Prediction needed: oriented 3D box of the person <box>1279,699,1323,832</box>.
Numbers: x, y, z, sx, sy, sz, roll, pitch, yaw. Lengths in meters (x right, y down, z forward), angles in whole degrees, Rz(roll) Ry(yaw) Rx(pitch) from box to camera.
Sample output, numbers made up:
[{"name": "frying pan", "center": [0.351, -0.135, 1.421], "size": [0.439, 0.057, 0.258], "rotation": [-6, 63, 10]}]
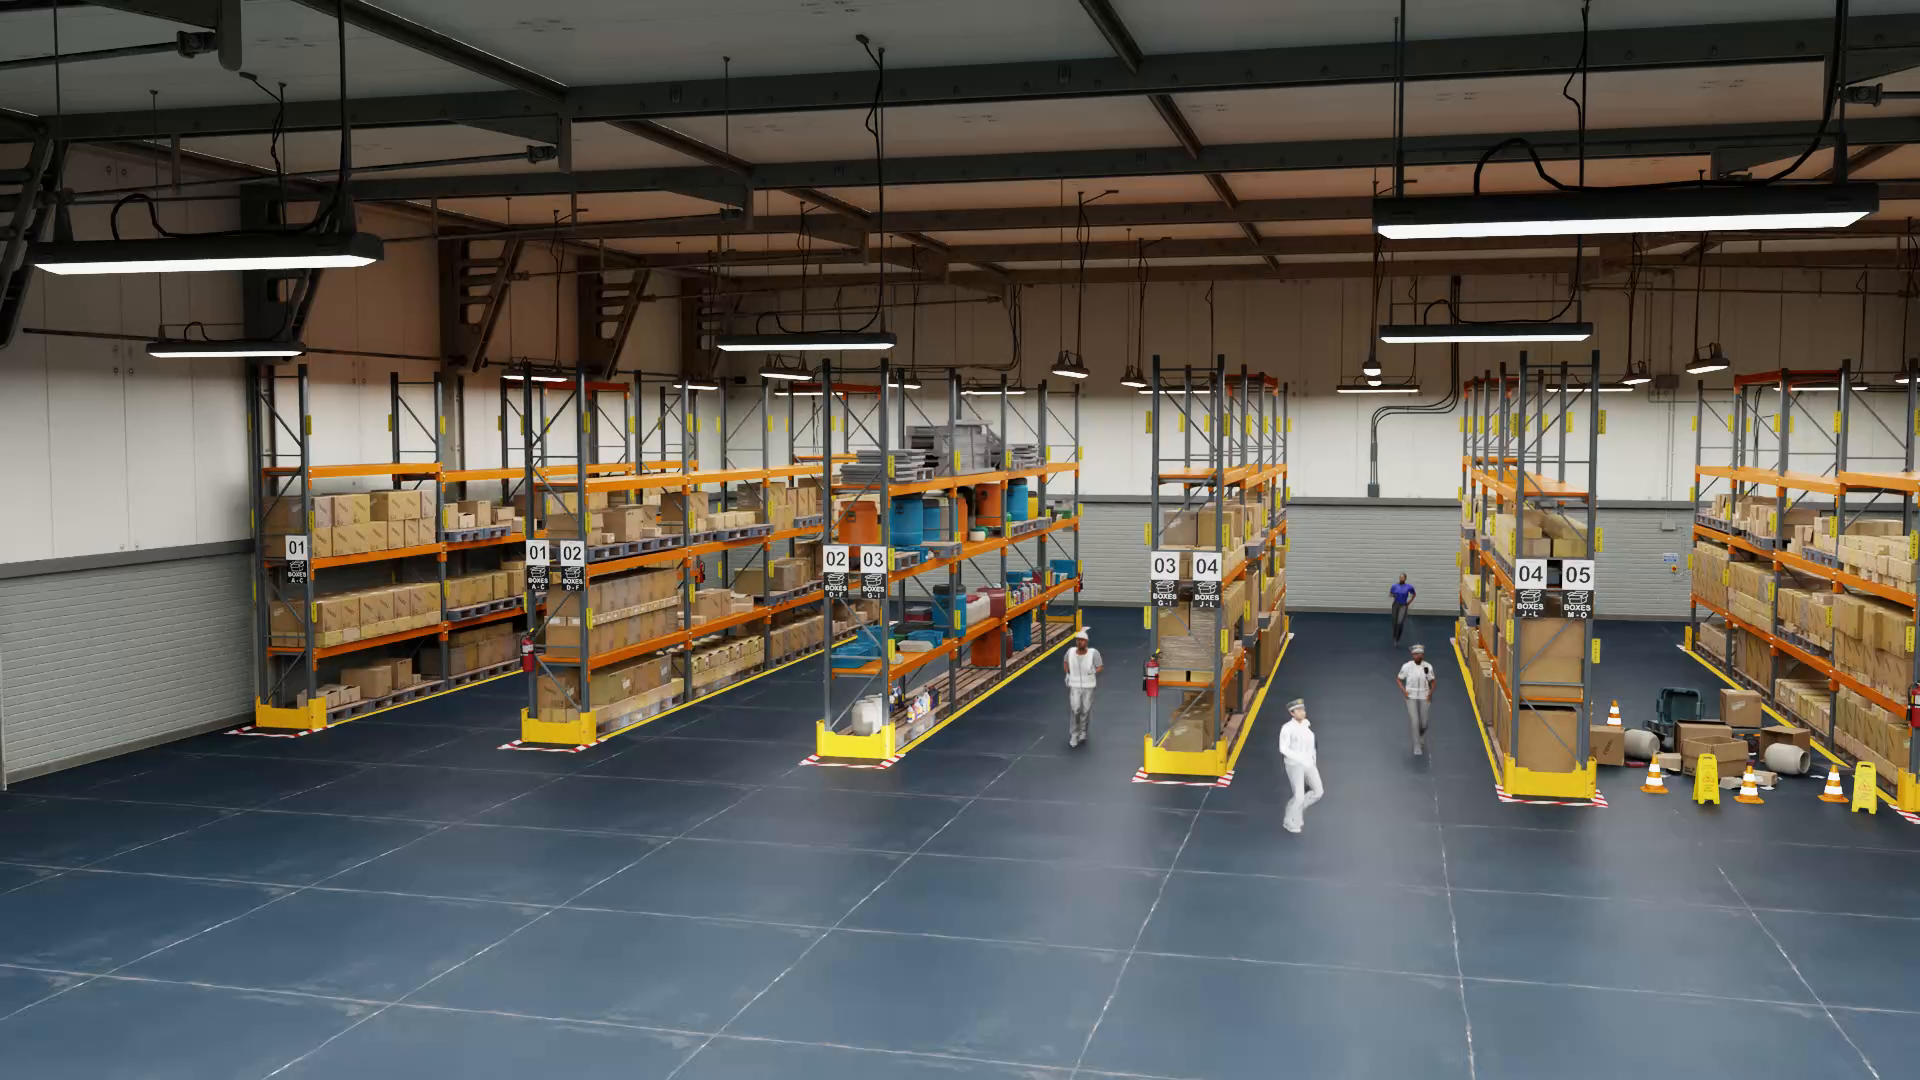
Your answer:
[{"name": "person", "center": [4.202, 2.765, 20.437], "size": [0.629, 1.658, 0.534], "rotation": [-3, 5, -33]}]

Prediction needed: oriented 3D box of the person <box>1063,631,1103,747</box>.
[{"name": "person", "center": [1.920, 2.337, 26.009], "size": [0.646, 1.824, 0.737], "rotation": [0, 4, 7]}]

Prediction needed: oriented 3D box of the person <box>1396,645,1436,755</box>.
[{"name": "person", "center": [6.980, 2.416, 25.452], "size": [0.587, 1.672, 0.601], "rotation": [1, 4, 7]}]

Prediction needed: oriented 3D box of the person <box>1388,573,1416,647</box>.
[{"name": "person", "center": [10.015, 1.601, 37.757], "size": [0.579, 1.693, 0.720], "rotation": [2, 5, 30]}]
